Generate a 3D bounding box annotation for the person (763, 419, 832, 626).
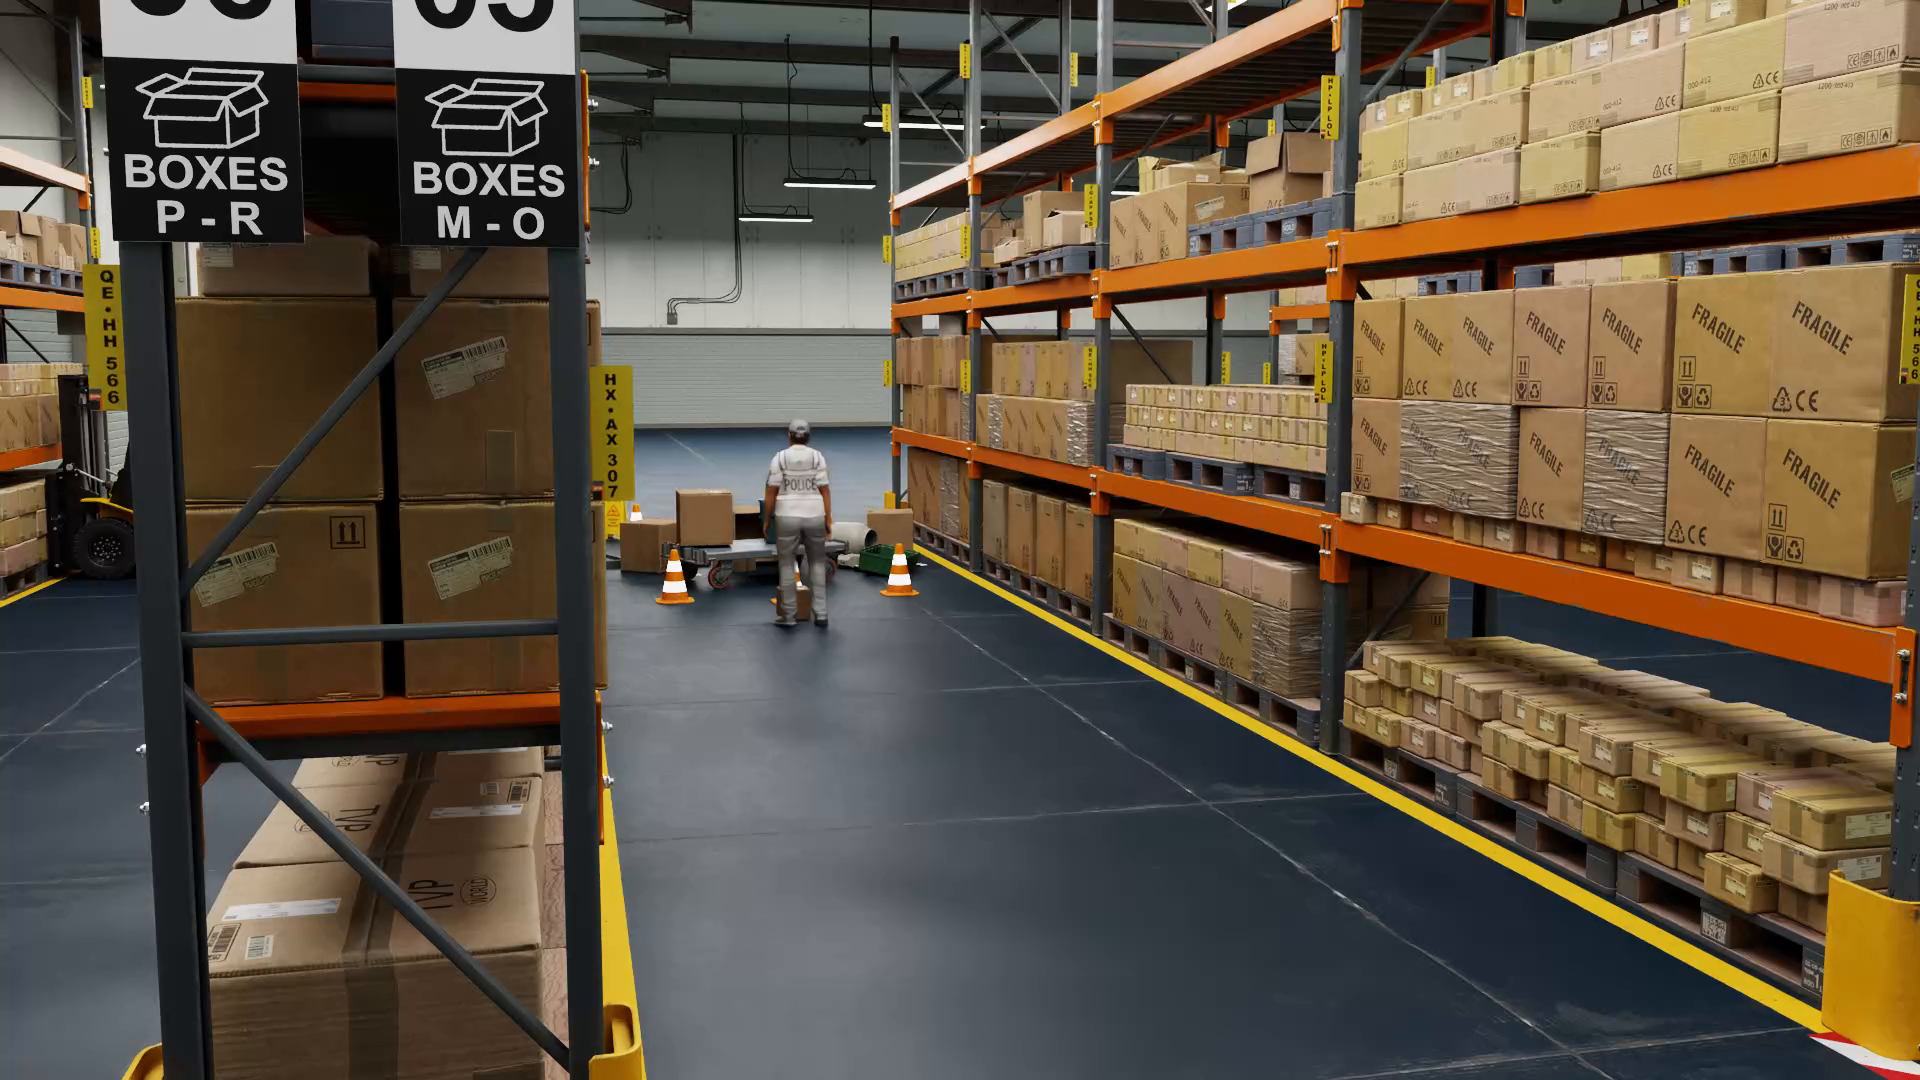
[{"bbox_3d":[-1.304,-0.120,13.331,0.534,1.701,0.395,-1,6,-12],"label":"person"}]
